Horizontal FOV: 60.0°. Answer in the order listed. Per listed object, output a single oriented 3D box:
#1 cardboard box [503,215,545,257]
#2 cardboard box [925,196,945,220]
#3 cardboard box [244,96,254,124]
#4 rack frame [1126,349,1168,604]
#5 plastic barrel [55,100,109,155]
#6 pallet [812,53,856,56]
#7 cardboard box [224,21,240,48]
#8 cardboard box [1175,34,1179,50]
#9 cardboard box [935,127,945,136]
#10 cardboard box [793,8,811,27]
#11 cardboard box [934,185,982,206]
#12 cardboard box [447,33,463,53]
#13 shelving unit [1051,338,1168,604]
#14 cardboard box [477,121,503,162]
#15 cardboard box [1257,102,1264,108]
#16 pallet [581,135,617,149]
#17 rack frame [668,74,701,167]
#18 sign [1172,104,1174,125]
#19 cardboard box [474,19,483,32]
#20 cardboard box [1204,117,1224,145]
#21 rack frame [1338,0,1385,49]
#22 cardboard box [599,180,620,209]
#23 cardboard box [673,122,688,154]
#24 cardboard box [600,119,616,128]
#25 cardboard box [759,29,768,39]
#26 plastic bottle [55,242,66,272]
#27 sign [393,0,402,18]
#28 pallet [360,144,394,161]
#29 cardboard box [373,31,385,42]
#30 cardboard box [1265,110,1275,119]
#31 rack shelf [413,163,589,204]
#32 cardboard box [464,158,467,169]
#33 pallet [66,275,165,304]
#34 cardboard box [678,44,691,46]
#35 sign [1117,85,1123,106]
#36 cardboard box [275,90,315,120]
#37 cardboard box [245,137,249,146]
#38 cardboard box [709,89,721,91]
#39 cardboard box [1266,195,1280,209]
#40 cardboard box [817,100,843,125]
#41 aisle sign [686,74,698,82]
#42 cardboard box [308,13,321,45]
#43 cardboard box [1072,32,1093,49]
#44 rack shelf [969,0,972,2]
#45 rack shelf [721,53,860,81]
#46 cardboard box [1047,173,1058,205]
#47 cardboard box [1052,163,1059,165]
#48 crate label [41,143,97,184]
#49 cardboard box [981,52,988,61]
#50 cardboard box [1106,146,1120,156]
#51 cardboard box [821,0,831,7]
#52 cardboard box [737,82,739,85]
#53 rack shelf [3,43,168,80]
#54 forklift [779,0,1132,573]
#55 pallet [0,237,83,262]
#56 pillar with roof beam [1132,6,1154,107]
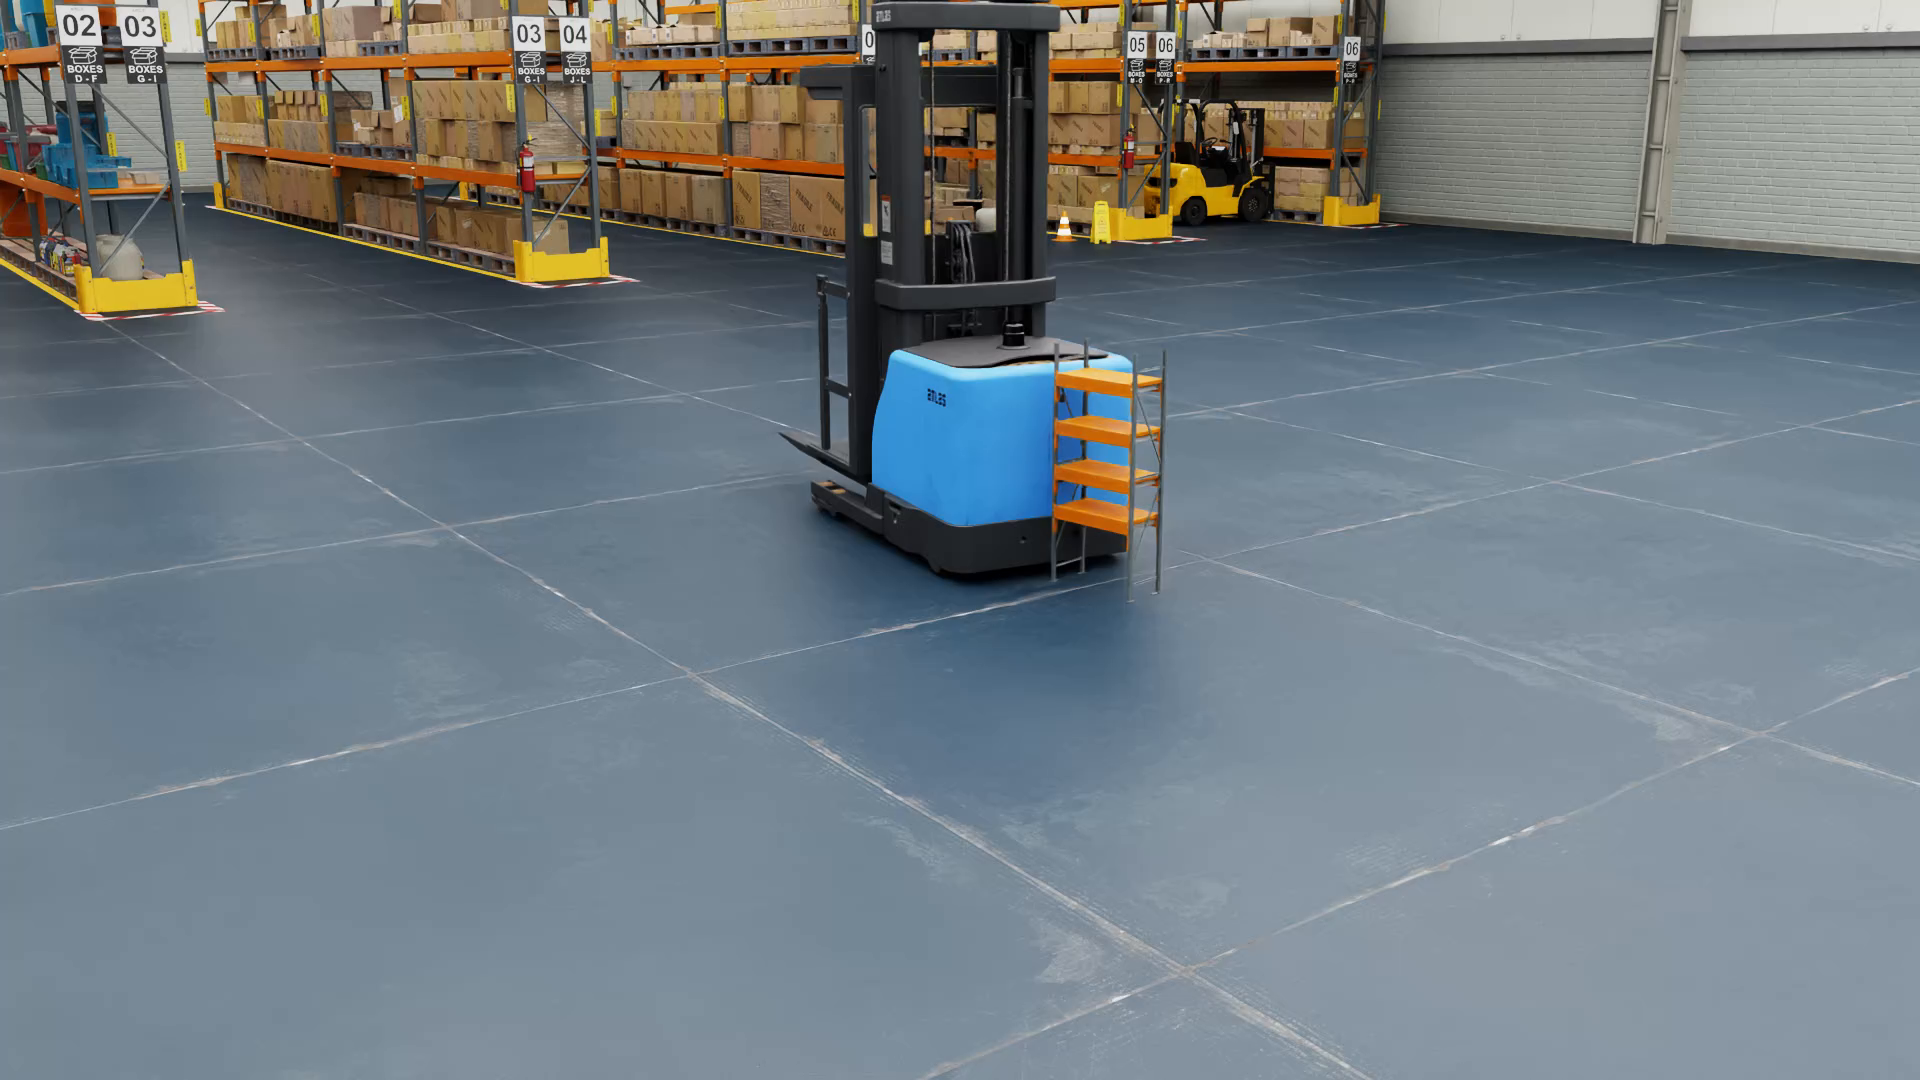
[{"bbox_3d":[-5.787,-4.049,22.127,0.500,0.500,0.500,-6,16,-20],"label":"cardboard box"},{"bbox_3d":[-0.675,-5.374,27.500,0.797,0.637,0.503,-11,19,-35],"label":"cardboard box"},{"bbox_3d":[-12.887,-7.953,30.752,0.500,0.500,0.500,-11,19,-34],"label":"cardboard box"},{"bbox_3d":[0.887,-0.297,7.888,0.240,1.200,0.015,-15,21,-43],"label":"rack frame"},{"bbox_3d":[-11.394,-5.250,21.627,0.600,0.901,0.708,-11,19,-35],"label":"plastic barrel"},{"bbox_3d":[-2.163,-9.525,32.871,1.213,0.211,1.003,-10,18,-32],"label":"pallet"},{"bbox_3d":[-13.536,-9.612,31.655,0.700,0.500,0.500,-12,20,-38],"label":"cardboard box"},{"bbox_3d":[4.000,-9.729,32.441,0.500,0.311,0.500,-12,19,-36],"label":"cardboard box"},{"bbox_3d":[-0.237,-7.443,30.268,0.380,0.149,0.250,-11,19,-35],"label":"cardboard box"},{"bbox_3d":[-2.084,-7.586,24.165,0.500,0.250,0.500,-11,19,-35],"label":"cardboard box"},{"bbox_3d":[-0.126,-6.386,30.907,0.950,0.372,0.625,-10,18,-31],"label":"cardboard box"},{"bbox_3d":[-6.433,-6.555,21.946,0.500,0.250,0.500,-11,19,-35],"label":"cardboard box"},{"bbox_3d":[0.715,-0.343,8.055,0.258,1.200,0.503,-15,21,-43],"label":"shelving unit"},{"bbox_3d":[-5.746,-5.195,21.623,0.875,0.500,0.500,-11,19,-35],"label":"cardboard box"},{"bbox_3d":[5.687,-7.978,30.562,0.380,0.149,0.250,-11,19,-34],"label":"cardboard box"},{"bbox_3d":[-6.192,-7.293,30.405,1.213,0.211,1.003,-11,19,-35],"label":"pallet"},{"bbox_3d":[-6.446,-9.748,39.012,1.000,3.000,0.127,-11,19,-35],"label":"rack frame"},{"bbox_3d":[3.401,-6.834,26.722,0.100,0.325,0.005,-11,19,-35],"label":"sign"},{"bbox_3d":[-5.944,-6.536,21.122,0.380,0.149,0.250,-11,19,-34],"label":"cardboard box"},{"bbox_3d":[4.992,-7.762,31.563,0.500,0.500,0.500,-10,18,-34],"label":"cardboard box"},{"bbox_3d":[6.975,-9.997,28.554,1.000,3.000,0.127,-11,19,-35],"label":"rack frame"},{"bbox_3d":[-6.285,-6.347,30.524,0.500,0.500,0.500,-11,19,-35],"label":"cardboard box"},{"bbox_3d":[-4.452,-6.730,27.794,0.500,0.500,0.500,-11,19,-34],"label":"cardboard box"},{"bbox_3d":[-6.345,-7.510,29.950,0.380,0.149,0.250,-10,18,-33],"label":"cardboard box"},{"bbox_3d":[-2.796,-7.625,25.062,0.380,0.149,0.250,-11,19,-35],"label":"cardboard box"},{"bbox_3d":[-10.803,-3.406,20.023,0.144,0.351,0.185,-10,18,-32],"label":"plastic bottle"},{"bbox_3d":[-7.853,-7.447,23.195,0.100,0.325,0.005,-11,19,-35],"label":"sign"},{"bbox_3d":[-8.561,-5.993,25.654,1.003,0.211,1.213,-11,19,-35],"label":"pallet"},{"bbox_3d":[-8.589,-7.569,25.015,0.380,0.166,0.250,-12,19,-36],"label":"cardboard box"},{"bbox_3d":[5.770,-7.765,30.346,0.380,0.149,0.250,-11,19,-34],"label":"cardboard box"},{"bbox_3d":[-6.230,-4.874,22.564,1.077,0.370,4.000,-11,19,-35],"label":"rack shelf"},{"bbox_3d":[-6.446,-5.069,22.392,0.380,0.149,0.250,-11,19,-35],"label":"cardboard box"},{"bbox_3d":[-9.616,-2.863,19.137,1.003,0.211,1.213,-11,19,-35],"label":"pallet"},{"bbox_3d":[-4.829,-8.728,28.786,0.500,0.311,0.500,-11,19,-35],"label":"cardboard box"},{"bbox_3d":[2.501,-6.961,26.035,0.100,0.325,0.005,-11,19,-35],"label":"sign"},{"bbox_3d":[-11.727,-7.753,29.631,0.797,0.503,0.637,-11,19,-36],"label":"cardboard box"},{"bbox_3d":[-13.159,-7.469,31.159,0.380,0.149,0.250,-10,18,-34],"label":"cardboard box"},{"bbox_3d":[-5.193,-9.700,36.749,0.500,0.500,0.500,-11,19,-34],"label":"cardboard box"},{"bbox_3d":[5.871,-6.247,30.630,0.500,0.250,0.500,-11,19,-34],"label":"cardboard box"},{"bbox_3d":[-1.567,-6.324,24.168,0.875,0.550,0.550,-11,19,-35],"label":"cardboard box"},{"bbox_3d":[-6.237,-11.066,38.900,0.394,0.787,0.004,-11,19,-35],"label":"aisle sign"},{"bbox_3d":[-10.175,-8.320,27.120,0.797,0.503,0.637,-10,18,-31],"label":"cardboard box"},{"bbox_3d":[2.159,-8.027,26.760,0.500,0.250,0.500,-11,19,-35],"label":"cardboard box"},{"bbox_3d":[-0.566,-9.967,30.565,1.077,0.370,4.000,-11,19,-35],"label":"rack shelf"},{"bbox_3d":[-2.158,-7.069,24.902,1.077,0.370,4.000,-11,19,-35],"label":"rack shelf"},{"bbox_3d":[1.679,-5.920,28.017,0.500,0.500,0.500,-11,19,-36],"label":"cardboard box"},{"bbox_3d":[2.216,-8.281,36.360,0.380,0.149,0.250,-10,18,-32],"label":"cardboard box"},{"bbox_3d":[-10.361,-4.393,19.377,0.502,0.435,0.616,-11,19,-35],"label":"crate label"},{"bbox_3d":[0.595,-8.406,28.900,0.380,0.149,0.250,-11,19,-35],"label":"cardboard box"},{"bbox_3d":[2.569,-6.257,26.732,0.380,0.149,0.250,-10,18,-33],"label":"cardboard box"},{"bbox_3d":[-1.751,-7.630,23.572,0.380,0.149,0.250,-10,18,-34],"label":"cardboard box"},{"bbox_3d":[-4.599,-9.827,35.987,0.380,0.149,0.250,-10,18,-33],"label":"cardboard box"},{"bbox_3d":[-10.236,-5.552,19.359,1.077,0.370,4.000,-11,19,-35],"label":"rack shelf"},{"bbox_3d":[-0.216,-1.589,9.330,1.130,2.935,3.031,-7,17,-25],"label":"forklift"},{"bbox_3d":[-13.340,-4.217,24.083,1.003,0.211,1.213,-11,19,-35],"label":"pallet"},{"bbox_3d":[0.284,-10.898,31.849,9.100,9.000,0.400,-11,19,-35],"label":"pillar with roof beam"}]
